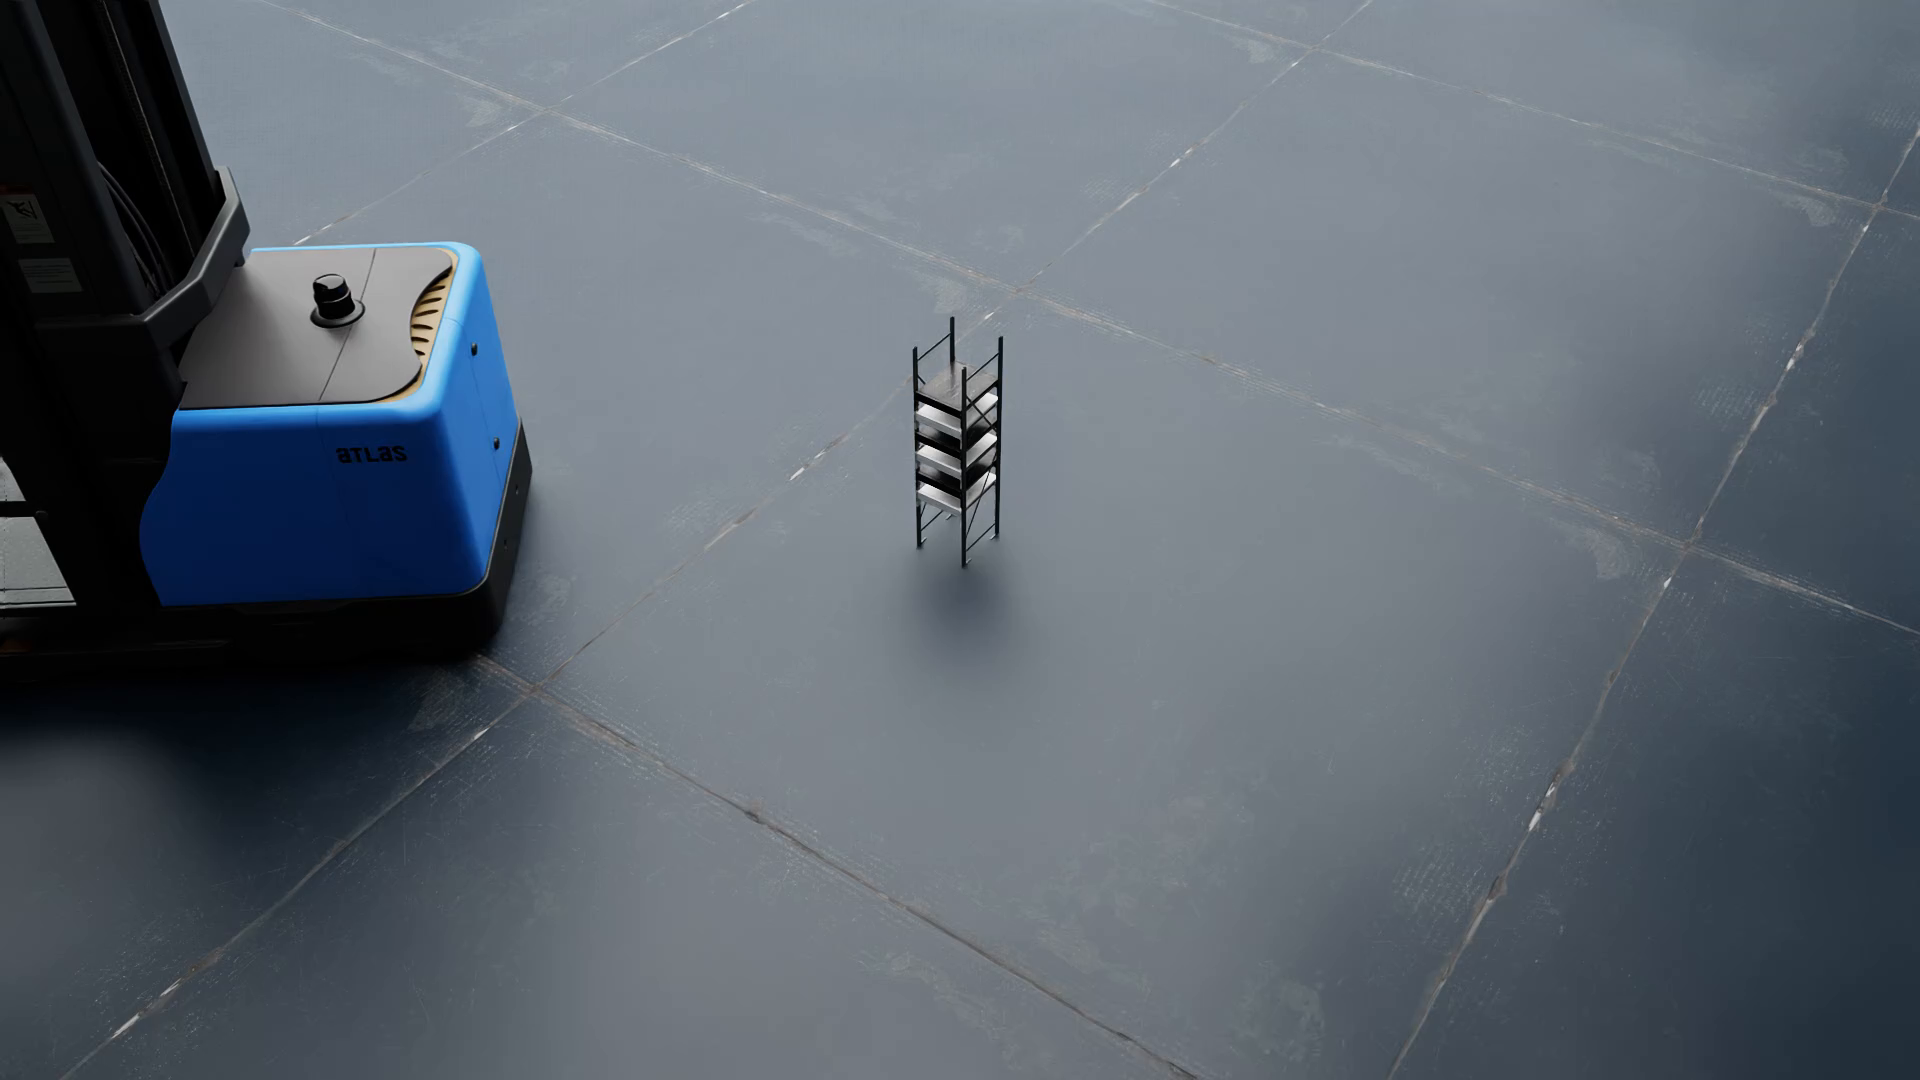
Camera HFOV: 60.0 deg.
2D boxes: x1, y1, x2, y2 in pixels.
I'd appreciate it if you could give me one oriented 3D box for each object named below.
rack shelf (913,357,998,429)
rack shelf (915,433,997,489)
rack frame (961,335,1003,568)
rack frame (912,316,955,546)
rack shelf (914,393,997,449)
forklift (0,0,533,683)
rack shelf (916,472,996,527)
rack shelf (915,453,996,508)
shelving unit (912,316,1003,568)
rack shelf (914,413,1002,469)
[{"bbox_3d":[-0.007,-0.515,5.796,0.200,0.077,0.258,25,48,25],"label":"rack shelf"},{"bbox_3d":[-0.007,-0.314,5.976,0.200,0.077,0.258,25,48,25],"label":"rack shelf"},{"bbox_3d":[0.077,-0.300,5.910,0.006,0.900,0.240,25,48,25],"label":"rack frame"},{"bbox_3d":[-0.090,-0.377,5.997,0.006,0.900,0.240,25,48,25],"label":"rack frame"},{"bbox_3d":[-0.007,-0.448,5.856,0.200,0.077,0.258,25,48,25],"label":"rack shelf"},{"bbox_3d":[-3.141,-0.961,5.126,3.031,2.935,1.130,-2,42,-3],"label":"forklift"},{"bbox_3d":[-0.007,-0.179,6.096,0.200,0.077,0.258,25,48,25],"label":"rack shelf"},{"bbox_3d":[-0.007,-0.247,6.036,0.200,0.077,0.258,25,48,25],"label":"rack shelf"},{"bbox_3d":[-0.007,-0.338,5.953,0.210,0.900,0.258,25,48,25],"label":"shelving unit"},{"bbox_3d":[-0.007,-0.381,5.916,0.200,0.077,0.258,25,48,25],"label":"rack shelf"}]
